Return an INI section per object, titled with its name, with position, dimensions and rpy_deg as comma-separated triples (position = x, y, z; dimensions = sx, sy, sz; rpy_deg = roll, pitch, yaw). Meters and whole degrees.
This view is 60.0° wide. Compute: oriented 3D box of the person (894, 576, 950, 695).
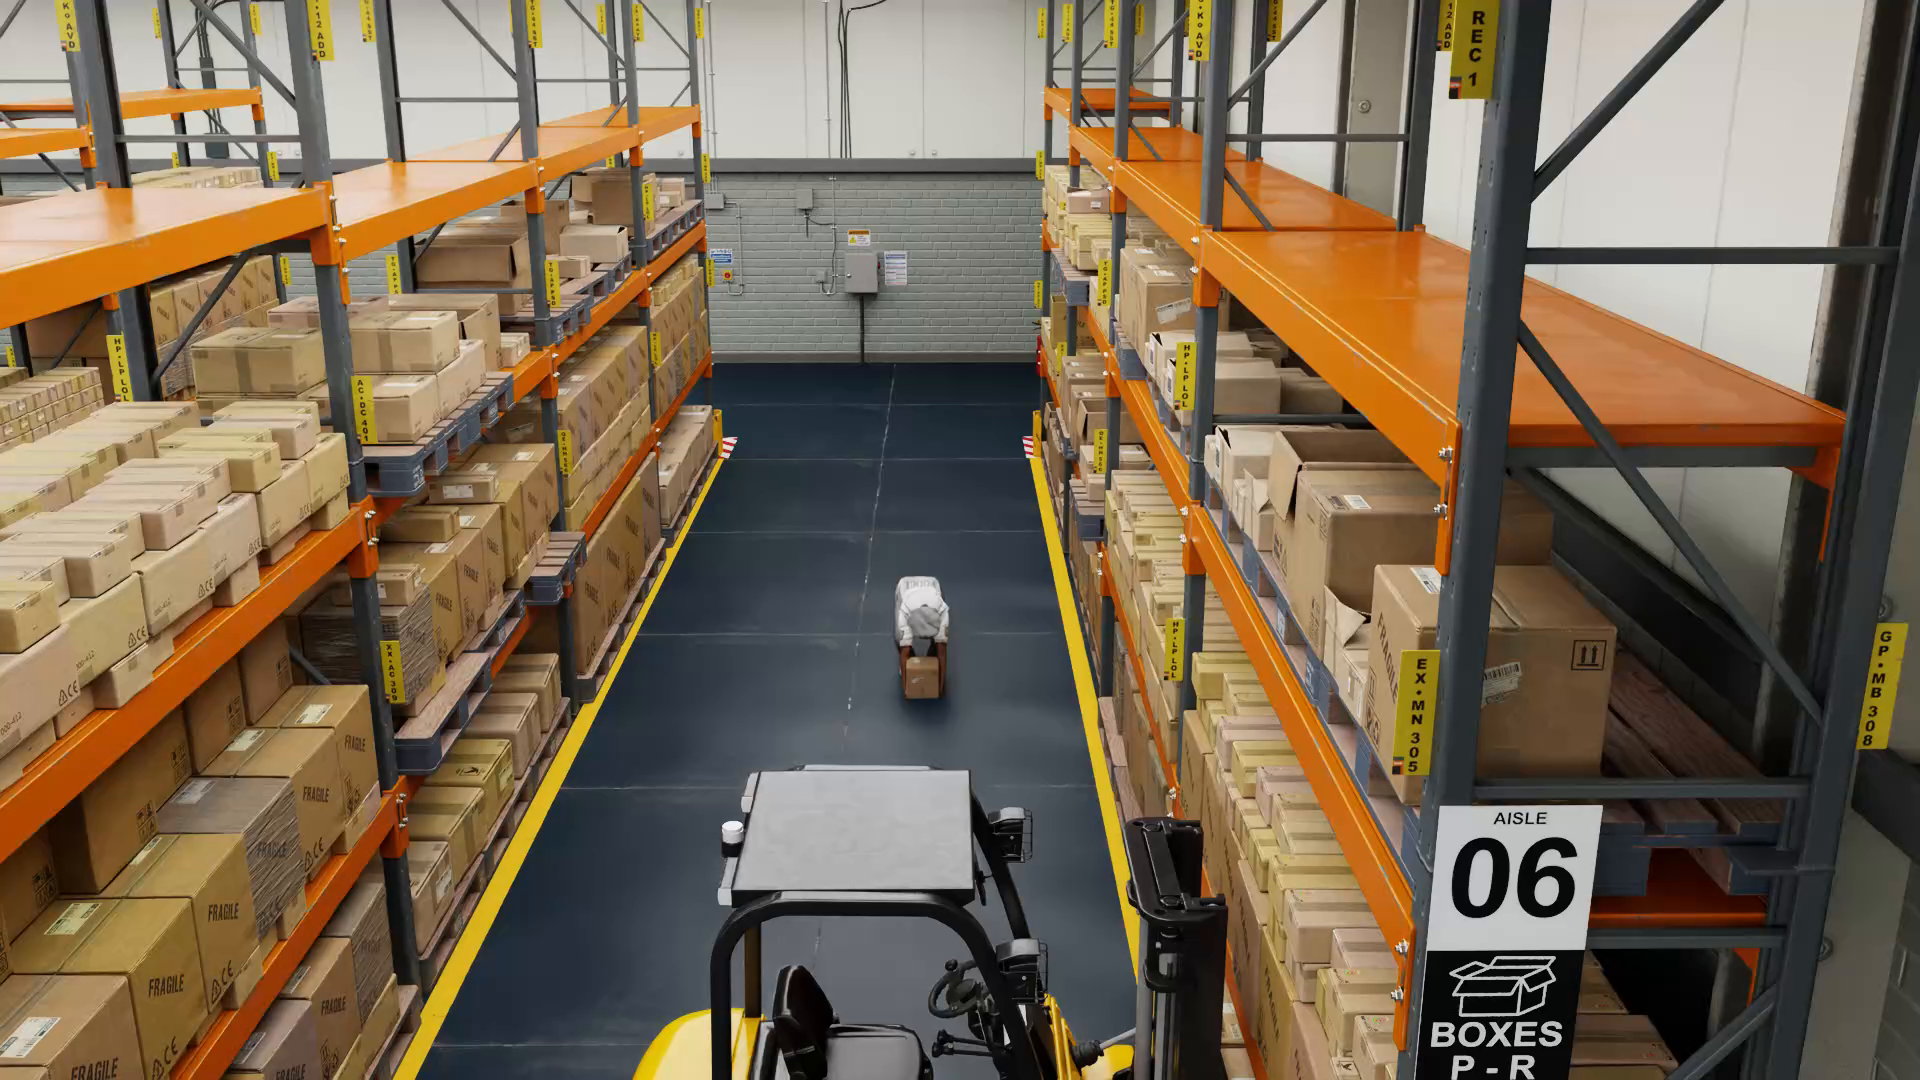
[person]
position = -0.306, 0.740, 13.222
dimensions = 0.445, 0.801, 0.924
rpy_deg = -1, 17, -3
